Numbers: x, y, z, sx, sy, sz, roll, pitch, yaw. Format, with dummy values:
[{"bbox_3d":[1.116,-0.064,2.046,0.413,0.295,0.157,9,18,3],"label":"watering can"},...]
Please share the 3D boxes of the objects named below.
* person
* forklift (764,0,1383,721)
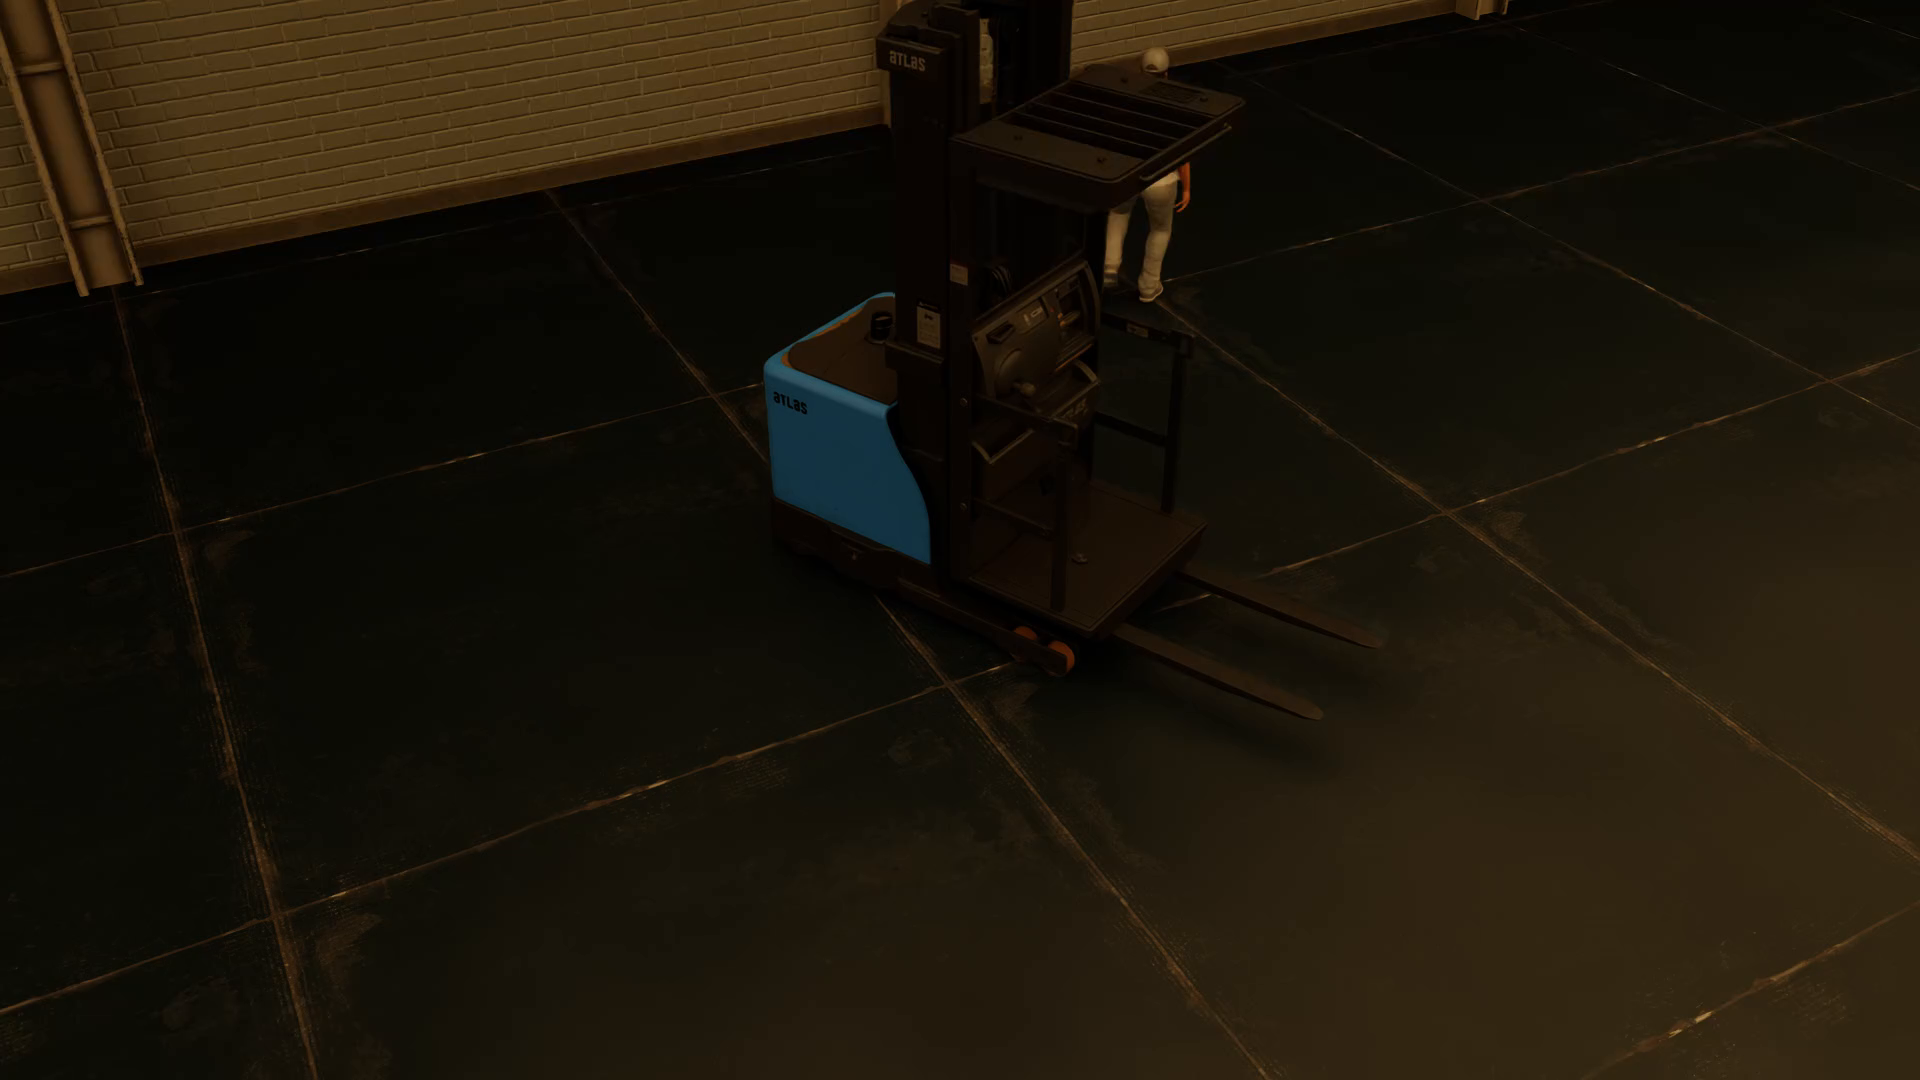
[{"bbox_3d":[1.160,-2.288,10.480,0.645,1.645,0.470,12,37,17],"label":"person"},{"bbox_3d":[0.522,-0.908,7.407,3.031,2.935,1.130,23,41,29],"label":"forklift"}]
